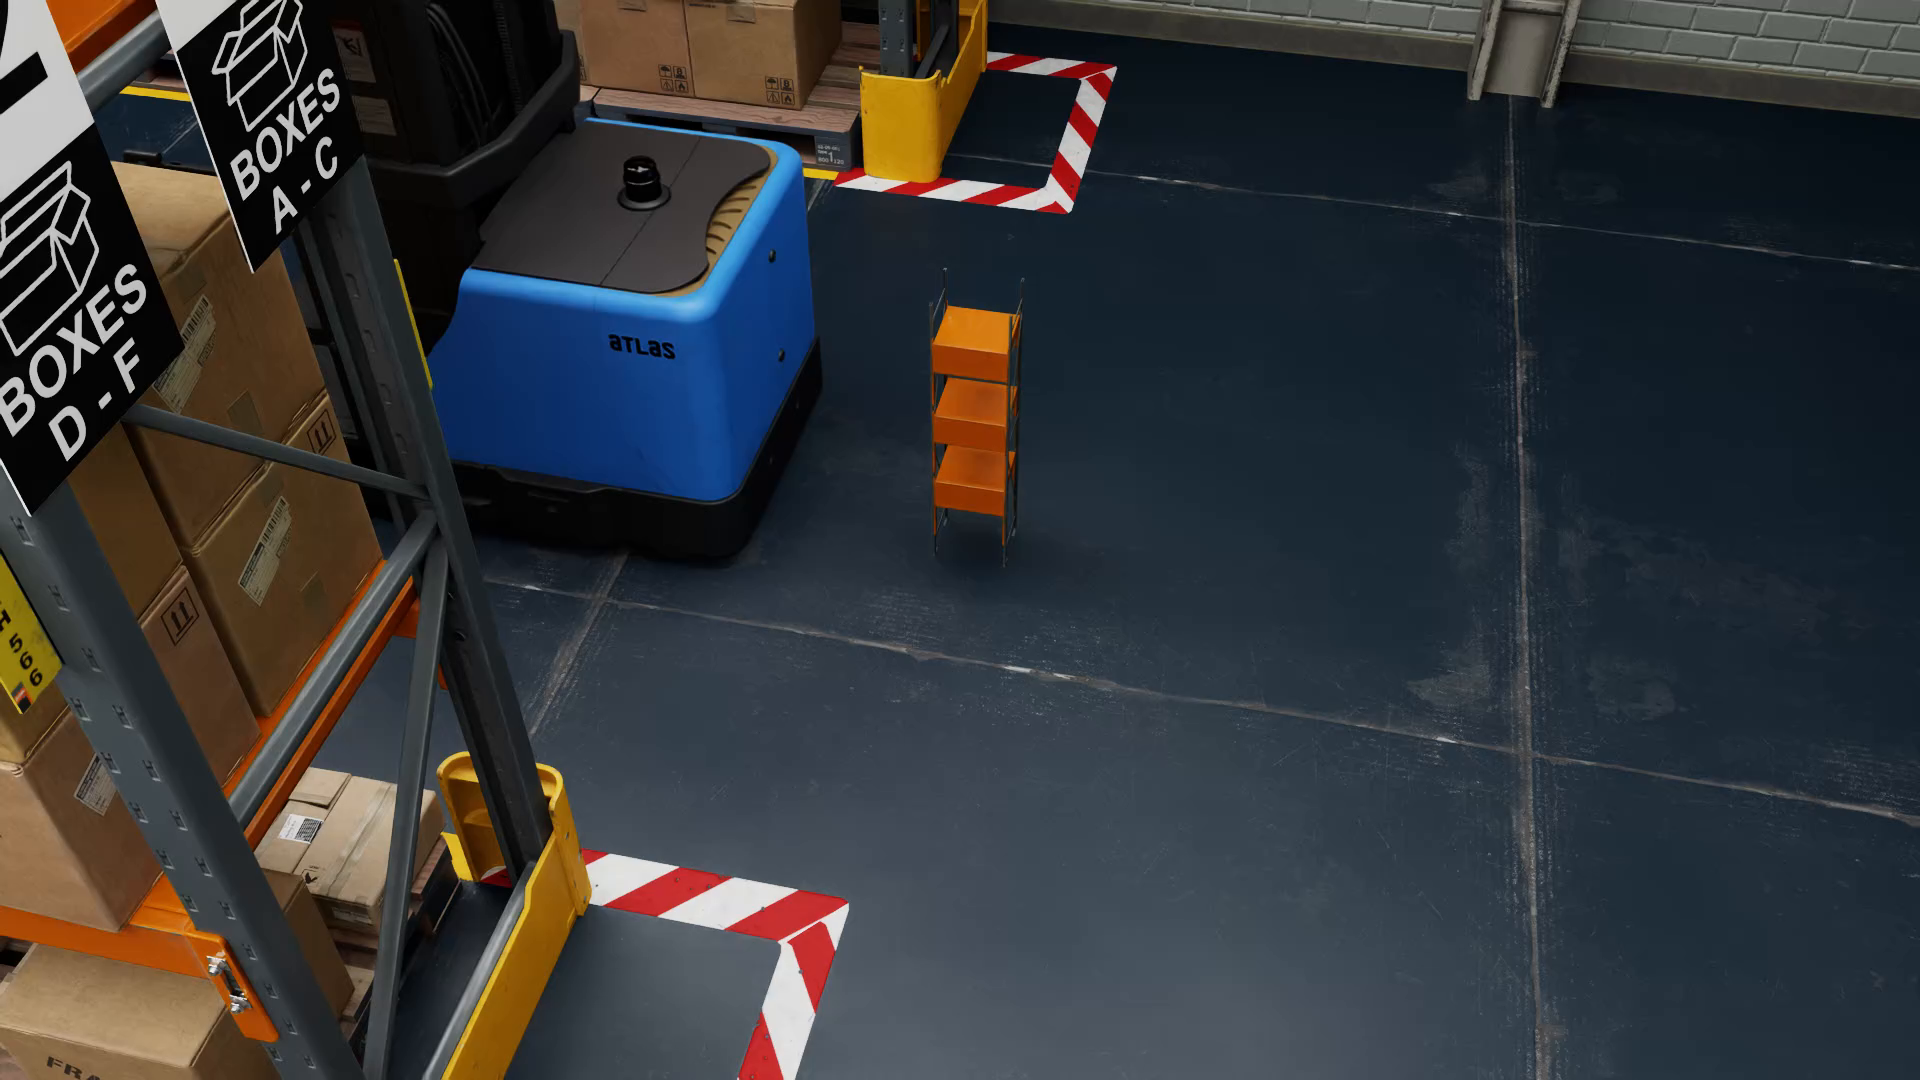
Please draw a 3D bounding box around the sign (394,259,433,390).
[{"bbox_3d":[-1.133,-0.410,3.389,0.005,0.325,0.100,9,45,9],"label":"sign"}]

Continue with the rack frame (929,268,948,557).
[{"bbox_3d":[-0.067,-0.389,5.397,0.008,1.050,0.200,9,45,9],"label":"rack frame"}]

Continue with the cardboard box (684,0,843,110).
[{"bbox_3d":[-0.878,-2.373,7.552,0.500,0.500,0.700,9,45,9],"label":"cardboard box"}]

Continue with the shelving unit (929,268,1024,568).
[{"bbox_3d":[0.052,-0.370,5.377,0.252,1.050,0.215,9,45,9],"label":"shelving unit"}]

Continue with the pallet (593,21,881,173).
[{"bbox_3d":[-0.971,-2.147,7.829,1.213,0.211,1.003,9,45,9],"label":"pallet"}]

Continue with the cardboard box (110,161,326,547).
[{"bbox_3d":[-1.627,-0.373,3.181,0.500,0.500,0.500,10,45,10],"label":"cardboard box"}]

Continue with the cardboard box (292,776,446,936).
[{"bbox_3d":[-1.585,0.842,4.451,0.250,0.149,0.380,9,45,9],"label":"cardboard box"}]

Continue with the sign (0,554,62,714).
[{"bbox_3d":[-1.392,0.111,2.409,0.005,0.325,0.100,9,45,9],"label":"sign"}]

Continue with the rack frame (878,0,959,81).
[{"bbox_3d":[-0.173,-3.084,6.791,0.127,3.000,1.000,9,45,9],"label":"rack frame"}]

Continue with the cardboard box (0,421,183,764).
[{"bbox_3d":[-1.746,-0.008,2.803,0.500,0.500,0.500,8,45,9],"label":"cardboard box"}]

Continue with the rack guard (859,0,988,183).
[{"bbox_3d":[-0.150,-2.180,7.654,0.348,0.500,1.175,9,45,9],"label":"rack guard"}]

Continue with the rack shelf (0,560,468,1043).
[{"bbox_3d":[-3.203,0.225,3.872,4.000,0.370,1.077,9,45,9],"label":"rack shelf"}]

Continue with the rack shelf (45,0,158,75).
[{"bbox_3d":[-3.203,-0.855,2.831,4.000,0.370,1.077,9,45,9],"label":"rack shelf"}]

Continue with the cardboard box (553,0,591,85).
[{"bbox_3d":[-1.857,-2.524,7.709,0.500,0.500,0.700,7,44,8],"label":"cardboard box"}]

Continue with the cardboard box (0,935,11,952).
[{"bbox_3d":[-2.756,1.021,4.191,0.500,0.250,0.500,9,45,9],"label":"cardboard box"}]

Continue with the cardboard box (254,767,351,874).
[{"bbox_3d":[-1.829,0.798,4.484,0.250,0.166,0.380,9,45,9],"label":"cardboard box"}]

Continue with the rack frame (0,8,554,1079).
[{"bbox_3d":[-1.251,0.269,3.307,0.127,3.000,1.000,9,45,9],"label":"rack frame"}]

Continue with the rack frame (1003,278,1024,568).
[{"bbox_3d":[0.171,-0.352,5.358,0.008,1.050,0.200,9,45,9],"label":"rack frame"}]

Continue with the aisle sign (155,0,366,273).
[{"bbox_3d":[-1.121,-0.856,2.602,0.004,0.787,0.394,9,45,9],"label":"aisle sign"}]

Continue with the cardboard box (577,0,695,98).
[{"bbox_3d":[-1.366,-2.449,7.631,0.500,0.500,0.700,9,45,9],"label":"cardboard box"}]

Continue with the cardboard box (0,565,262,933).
[{"bbox_3d":[-1.748,0.349,3.152,0.500,0.500,0.500,10,45,10],"label":"cardboard box"}]

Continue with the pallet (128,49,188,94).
[{"bbox_3d":[-3.352,-2.517,8.213,1.213,0.211,1.003,9,45,9],"label":"pallet"}]

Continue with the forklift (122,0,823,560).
[{"bbox_3d":[-2.089,-1.533,5.229,3.031,2.935,1.130,10,45,10],"label":"forklift"}]

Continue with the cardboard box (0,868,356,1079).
[{"bbox_3d":[-1.836,1.096,3.934,0.500,0.500,0.500,9,45,9],"label":"cardboard box"}]

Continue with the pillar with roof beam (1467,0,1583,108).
[{"bbox_3d":[1.710,-2.508,1.867,0.400,9.000,9.100,9,45,9],"label":"pillar with roof beam"}]

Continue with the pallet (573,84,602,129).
[{"bbox_3d":[-2.157,-2.334,8.022,1.213,0.211,1.003,9,45,9],"label":"pallet"}]

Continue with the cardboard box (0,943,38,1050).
[{"bbox_3d":[-2.211,1.094,4.177,0.250,0.166,0.380,9,45,9],"label":"cardboard box"}]

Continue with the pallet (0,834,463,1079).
[{"bbox_3d":[-2.104,1.142,4.411,1.213,0.211,1.003,9,45,9],"label":"pallet"}]

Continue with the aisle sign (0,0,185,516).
[{"bbox_3d":[-1.252,-0.450,2.180,0.004,0.787,0.394,9,45,9],"label":"aisle sign"}]

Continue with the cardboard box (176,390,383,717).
[{"bbox_3d":[-1.627,-0.013,3.528,0.500,0.500,0.500,10,45,10],"label":"cardboard box"}]

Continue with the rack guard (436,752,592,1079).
[{"bbox_3d":[-1.325,1.158,4.186,0.348,0.500,1.175,9,45,9],"label":"rack guard"}]

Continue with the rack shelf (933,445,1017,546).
[{"bbox_3d":[0.052,-0.162,5.578,0.240,0.259,0.215,9,45,9],"label":"rack shelf"}]

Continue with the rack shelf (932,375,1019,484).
[{"bbox_3d":[0.052,-0.363,5.385,0.240,0.259,0.215,9,45,9],"label":"rack shelf"}]

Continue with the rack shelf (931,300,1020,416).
[{"bbox_3d":[0.052,-0.567,5.188,0.240,0.259,0.215,9,45,9],"label":"rack shelf"}]
